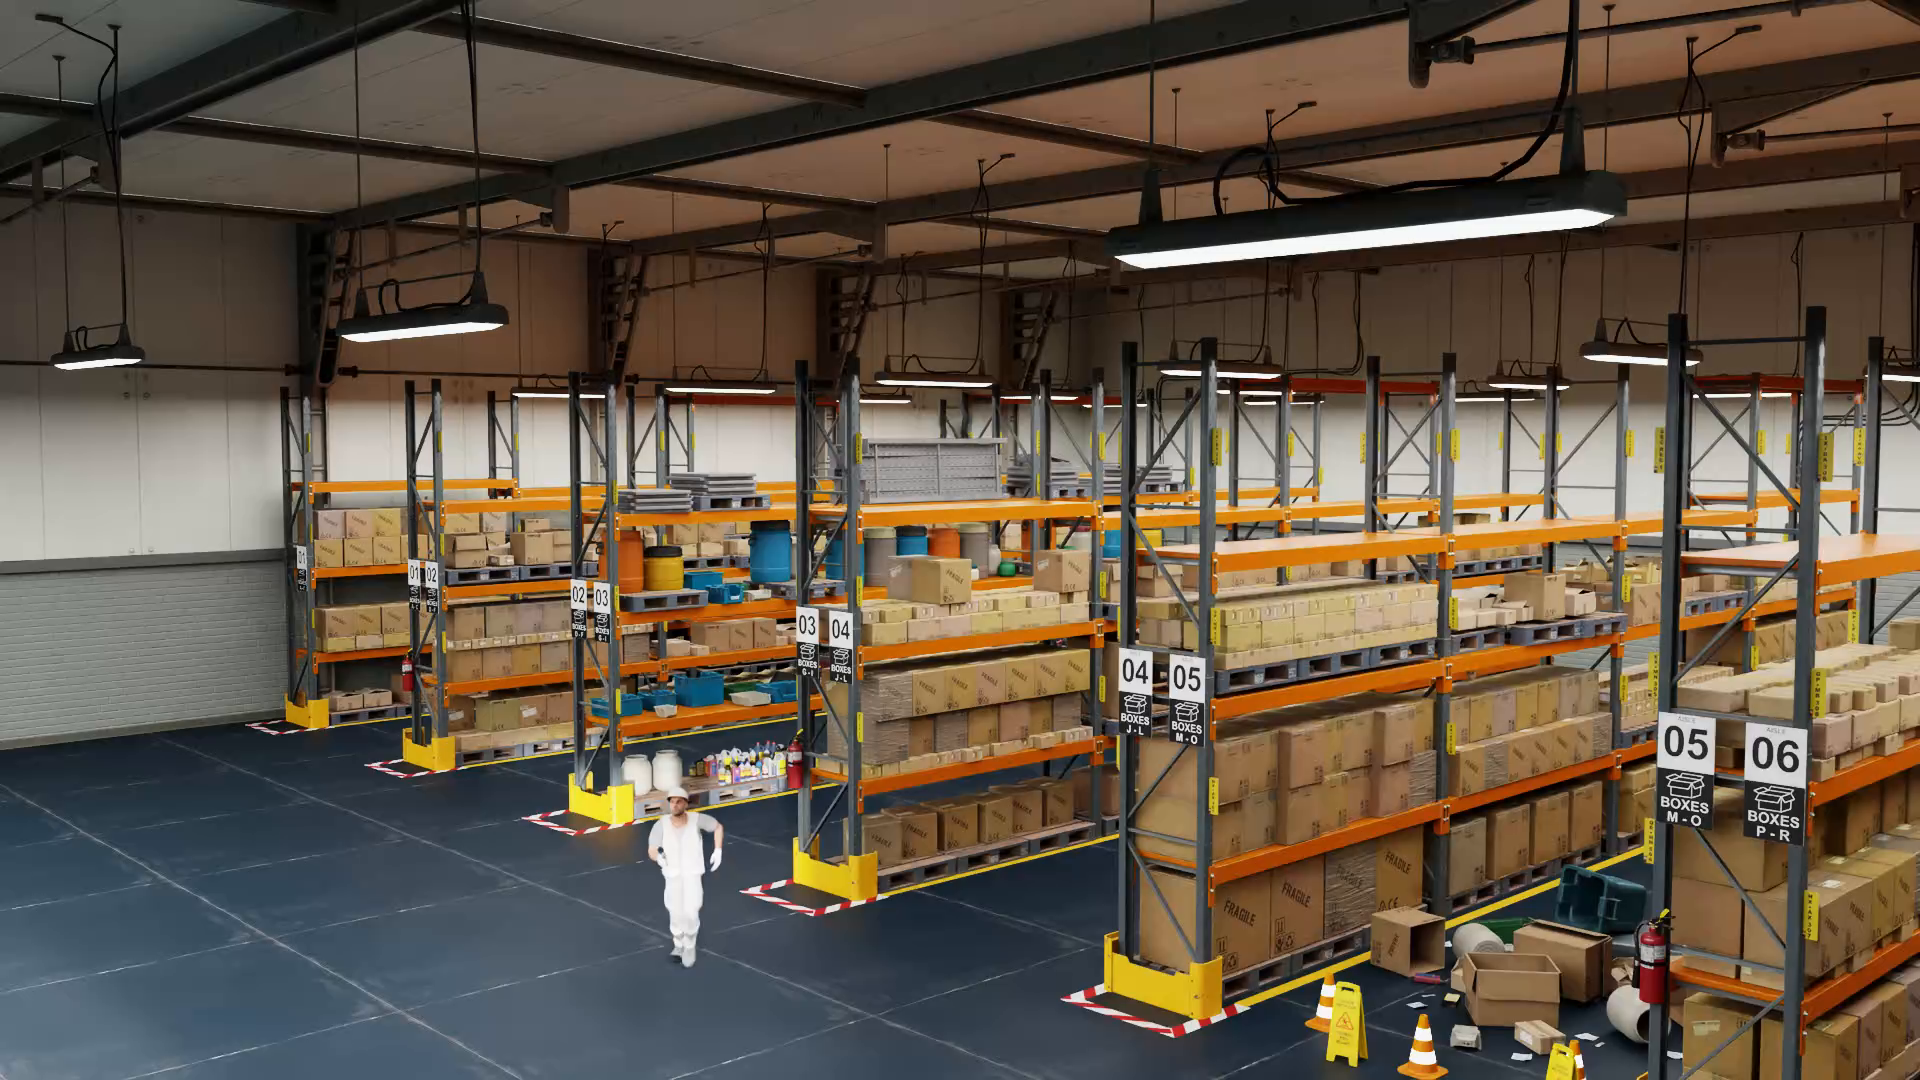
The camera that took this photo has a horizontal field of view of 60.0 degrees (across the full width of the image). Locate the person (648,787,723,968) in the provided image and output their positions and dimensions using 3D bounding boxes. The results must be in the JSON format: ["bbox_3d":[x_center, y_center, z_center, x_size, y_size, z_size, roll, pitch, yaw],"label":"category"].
[{"bbox_3d":[-2.652,3.241,16.018,0.683,1.753,0.850,0,4,1],"label":"person"}]

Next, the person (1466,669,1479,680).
[{"bbox_3d":[7.678,2.738,24.917,0.663,1.698,0.752,3,5,36],"label":"person"}]
